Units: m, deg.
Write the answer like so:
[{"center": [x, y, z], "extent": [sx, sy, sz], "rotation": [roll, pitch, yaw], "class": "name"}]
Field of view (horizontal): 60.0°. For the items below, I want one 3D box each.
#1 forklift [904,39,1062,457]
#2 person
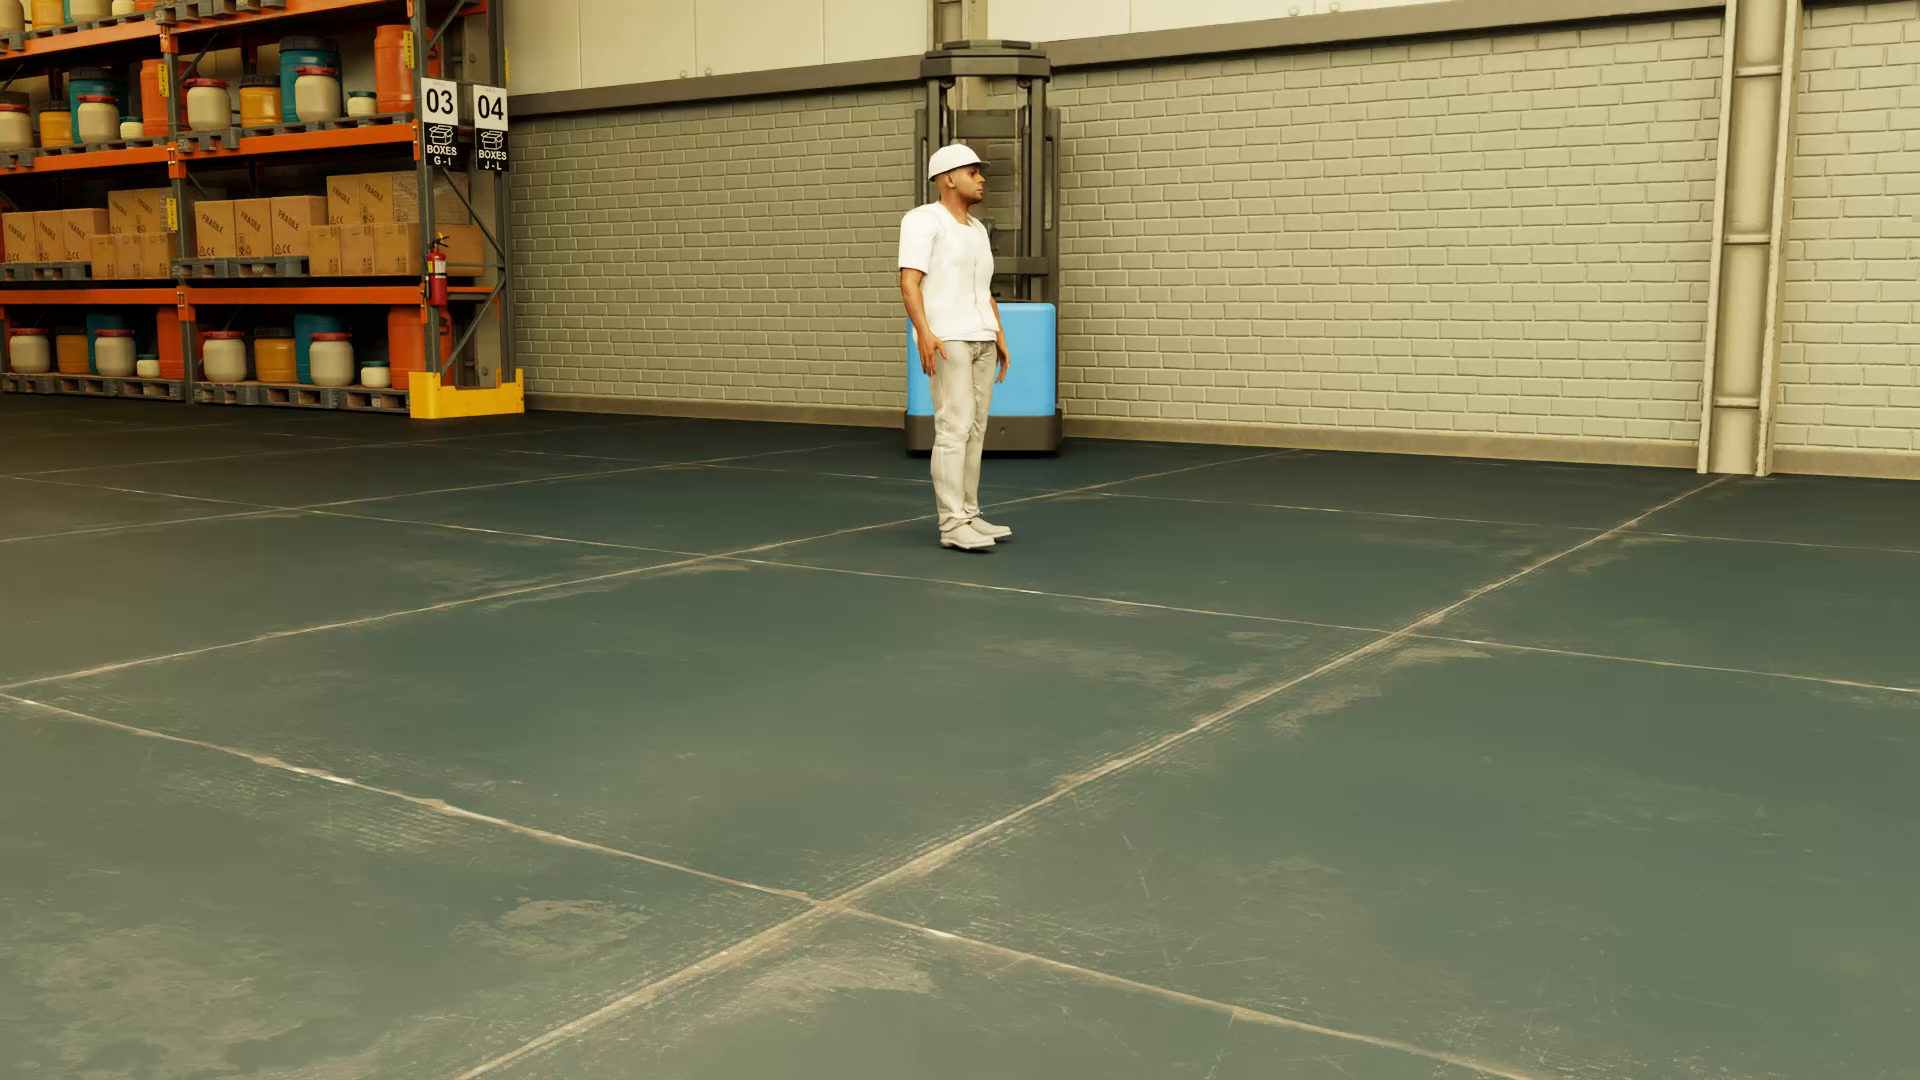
[{"center": [0.217, -2.206, 12.707], "extent": [1.130, 2.935, 3.031], "rotation": [0, 8, 3], "class": "forklift"}, {"center": [0.055, -0.876, 7.435], "extent": [0.575, 1.768, 0.665], "rotation": [5, 10, 34], "class": "person"}]
